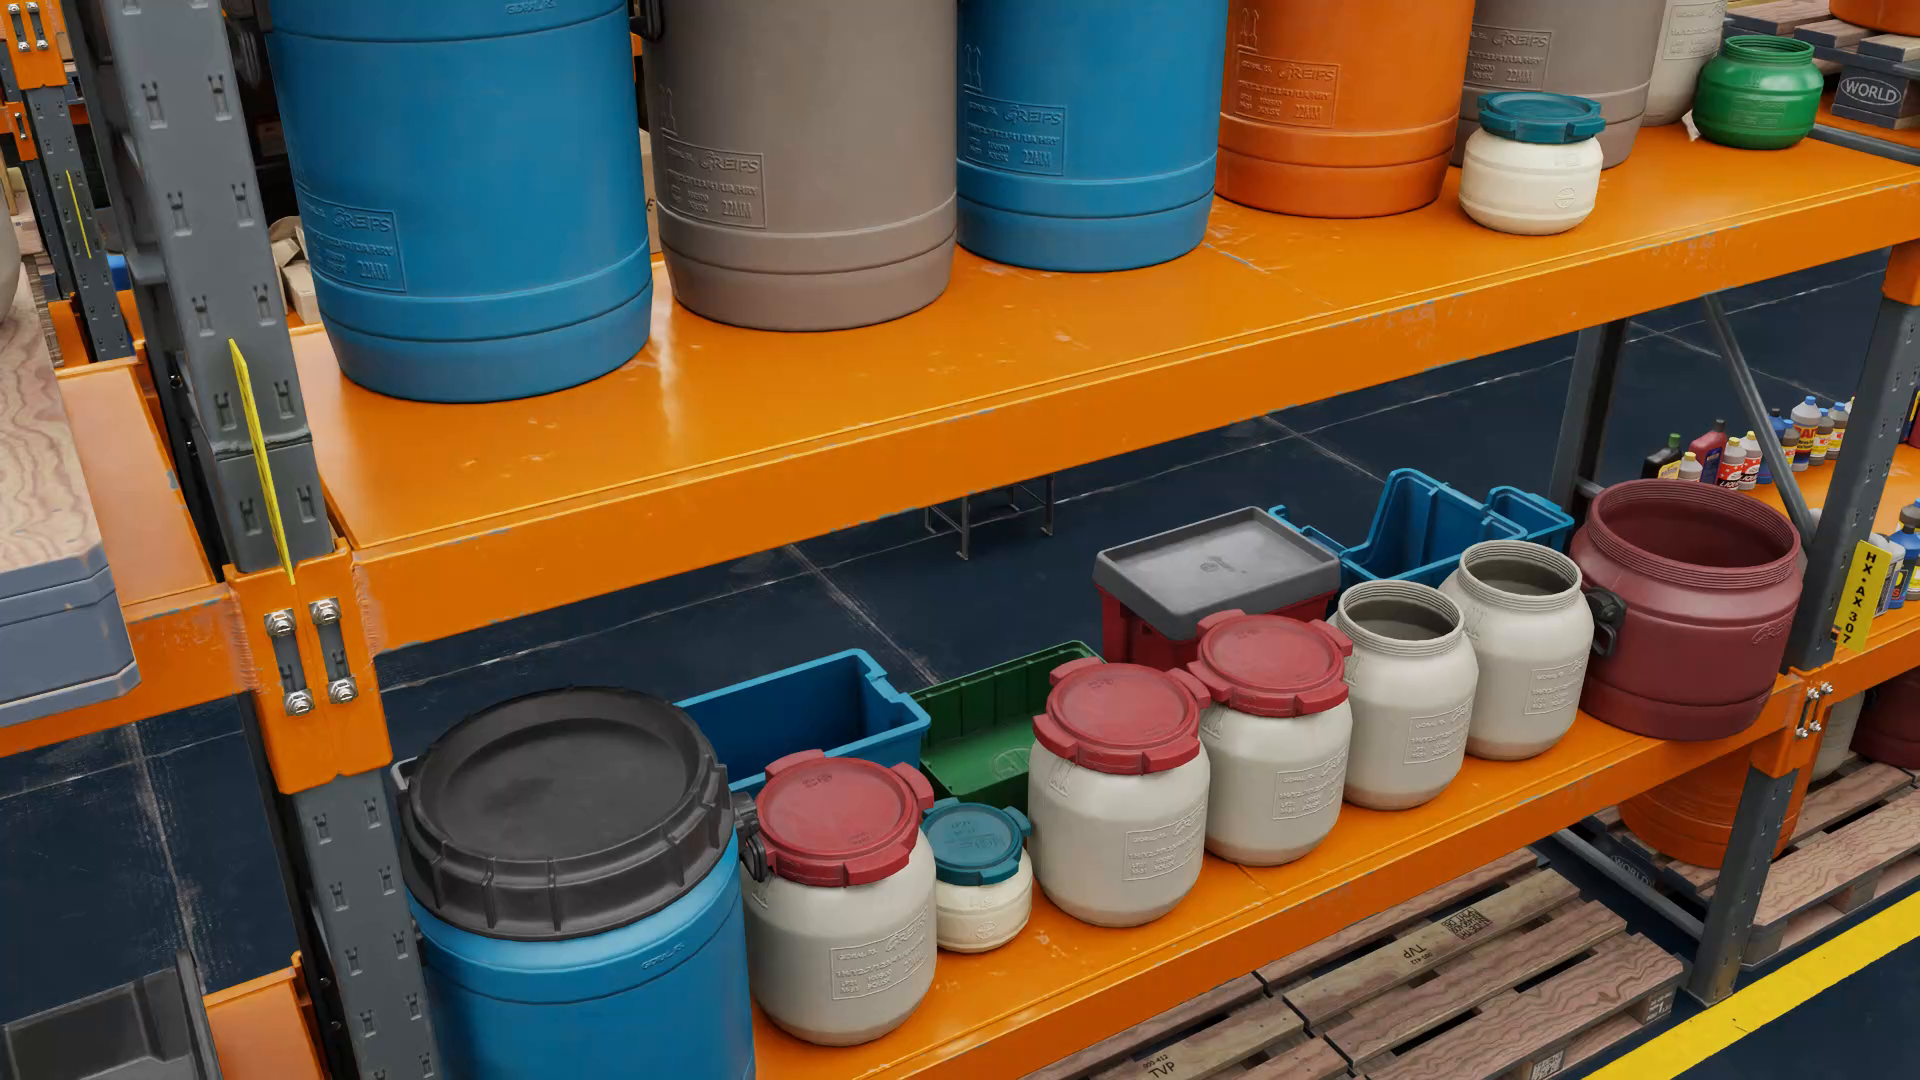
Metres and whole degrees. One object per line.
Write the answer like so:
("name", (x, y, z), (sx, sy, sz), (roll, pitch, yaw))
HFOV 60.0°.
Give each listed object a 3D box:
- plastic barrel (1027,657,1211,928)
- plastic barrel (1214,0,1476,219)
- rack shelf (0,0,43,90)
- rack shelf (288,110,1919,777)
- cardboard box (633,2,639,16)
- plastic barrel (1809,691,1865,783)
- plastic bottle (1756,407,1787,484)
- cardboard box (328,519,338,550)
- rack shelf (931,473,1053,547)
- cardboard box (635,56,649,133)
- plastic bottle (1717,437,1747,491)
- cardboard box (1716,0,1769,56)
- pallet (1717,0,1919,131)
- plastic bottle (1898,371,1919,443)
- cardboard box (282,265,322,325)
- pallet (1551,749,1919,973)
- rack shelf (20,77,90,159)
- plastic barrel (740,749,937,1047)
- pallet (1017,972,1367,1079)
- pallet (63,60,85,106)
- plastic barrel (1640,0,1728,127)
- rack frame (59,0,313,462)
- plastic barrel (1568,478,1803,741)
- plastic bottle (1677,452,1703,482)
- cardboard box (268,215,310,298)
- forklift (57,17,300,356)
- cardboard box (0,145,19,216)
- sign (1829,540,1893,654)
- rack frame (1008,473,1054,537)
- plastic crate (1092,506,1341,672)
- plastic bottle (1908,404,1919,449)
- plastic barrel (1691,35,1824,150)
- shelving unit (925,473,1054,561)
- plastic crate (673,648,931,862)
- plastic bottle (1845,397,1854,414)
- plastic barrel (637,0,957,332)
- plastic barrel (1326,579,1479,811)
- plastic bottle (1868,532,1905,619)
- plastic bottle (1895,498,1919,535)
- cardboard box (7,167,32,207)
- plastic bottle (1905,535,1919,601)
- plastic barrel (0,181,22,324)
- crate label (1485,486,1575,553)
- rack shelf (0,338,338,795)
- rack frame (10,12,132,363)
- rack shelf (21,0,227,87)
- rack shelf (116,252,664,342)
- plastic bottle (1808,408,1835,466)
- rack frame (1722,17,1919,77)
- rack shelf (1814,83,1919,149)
("plastic barrel", (0.371, 0.603, 3.913), (0.433, 0.535, 0.433), (0, 29, 0))
("plastic barrel", (0.869, -1.225, 3.816), (0.708, 0.830, 0.600), (-16, 33, -26))
("rack shelf", (-5.428, -1.588, 5.664), (4.000, 0.370, 1.077), (-16, 33, -26))
("rack shelf", (0.527, -0.503, 3.697), (4.000, 0.370, 1.077), (-16, 33, -26))
("cardboard box", (-2.367, -4.004, 12.641), (0.250, 0.149, 0.380), (-16, 33, -27))
("plastic barrel", (3.106, 0.609, 6.183), (0.421, 0.512, 0.421), (0, 29, 0))
("plastic bottle", (2.859, -0.340, 5.894), (0.097, 0.271, 0.097), (0, 29, 0))
("cardboard box", (-2.789, -0.180, 7.882), (0.500, 0.250, 0.500), (-15, 32, -25))
("rack shelf", (0.143, -0.335, 8.161), (0.480, 0.518, 0.431), (-16, 33, -26))
("cardboard box", (-2.068, -3.489, 13.259), (0.750, 0.750, 0.750), (-16, 33, -27))
("plastic bottle", (2.691, -0.261, 5.825), (0.097, 0.201, 0.097), (0, 29, 0))
("cardboard box", (5.081, -3.466, 11.323), (0.500, 0.500, 0.500), (-16, 33, -27))
("pallet", (2.960, -1.371, 4.722), (1.213, 0.211, 1.003), (-16, 33, -26))
("plastic bottle", (3.527, -0.551, 6.195), (0.185, 0.351, 0.144), (-16, 33, -26))
("cardboard box", (-2.836, -1.101, 7.401), (0.250, 0.149, 0.380), (-16, 33, -26))
("pallet", (2.910, 1.016, 6.190), (1.213, 0.211, 1.003), (-16, 33, -26))
("rack shelf", (-4.492, -3.317, 11.900), (4.000, 0.370, 1.077), (-16, 33, -26))
("plastic barrel", (-0.262, 0.782, 3.587), (0.433, 0.535, 0.433), (0, 29, 0))
("pallet", (0.513, 1.697, 4.957), (1.213, 0.211, 1.003), (-16, 33, -26))
("pallet", (-5.484, -3.185, 11.115), (1.213, 0.211, 1.003), (-16, 33, -26))
("plastic barrel", (1.828, -1.408, 4.477), (0.421, 0.512, 0.421), (0, 29, 0))
("rack frame", (-1.198, -1.642, 1.912), (0.127, 3.000, 1.000), (-16, 33, -26))
("plastic barrel", (2.004, 0.186, 4.668), (0.708, 0.536, 0.600), (-16, 33, -26))
("plastic bottle", (2.492, -0.205, 5.722), (0.097, 0.201, 0.097), (0, 29, 0))
("cardboard box", (-3.039, -1.313, 7.663), (0.258, 0.266, 0.396), (-17, 33, -28))
("forklift", (-3.609, -2.426, 9.612), (3.031, 2.935, 1.130), (-21, 35, -33))
("cardboard box", (-4.083, -1.580, 6.563), (0.500, 0.500, 0.700), (-16, 33, -26))
("sign", (2.536, 0.162, 4.684), (0.005, 0.325, 0.100), (-16, 33, -26))
("rack frame", (0.353, -1.020, 7.924), (0.015, 2.100, 0.400), (-16, 33, -26))
("plastic crate", (0.703, 0.246, 4.634), (0.583, 0.464, 0.402), (-16, 33, -26))
("plastic bottle", (3.601, -0.485, 6.145), (0.133, 0.283, 0.061), (-16, 33, -26))
("plastic barrel", (2.064, -1.158, 4.300), (0.294, 0.245, 0.294), (0, 29, 0))
("shelving unit", (0.143, -0.960, 7.816), (0.503, 2.100, 0.431), (-16, 33, -26))
("plastic crate", (-0.404, 0.592, 4.089), (0.575, 0.384, 0.392), (-16, 33, -26))
("plastic bottle", (3.279, -0.428, 6.127), (0.097, 0.201, 0.097), (0, 29, 0))
("plastic barrel", (-0.305, -0.923, 3.195), (0.600, 0.901, 0.600), (0, 29, 0))
("plastic barrel", (1.109, 0.401, 4.304), (0.421, 0.512, 0.421), (0, 29, 0))
("plastic bottle", (2.788, 0.089, 5.113), (0.135, 0.276, 0.152), (-16, 33, -26))
("plastic bottle", (3.107, -0.039, 5.422), (0.097, 0.201, 0.097), (0, 29, 0))
("cardboard box", (-4.034, -1.422, 6.948), (0.250, 0.149, 0.380), (-16, 33, -26))
("plastic bottle", (2.986, 0.081, 5.205), (0.097, 0.201, 0.097), (0, 29, 0))
("plastic barrel", (-1.668, -0.538, 2.465), (0.421, 0.512, 0.421), (0, 29, 0))
("crate label", (1.698, 0.026, 5.272), (0.416, 0.233, 0.303), (-16, 33, -26))
("rack shelf", (-2.922, 0.476, 1.923), (4.000, 0.370, 1.077), (-16, 33, -26))
("rack frame", (-3.704, -1.080, 7.102), (0.127, 3.000, 1.000), (-16, 33, -26))
("rack shelf", (-1.980, -2.568, 7.438), (4.000, 0.370, 1.077), (-16, 33, -26))
("rack shelf", (-1.980, -1.254, 8.163), (4.000, 0.370, 1.077), (-16, 33, -26))
("plastic bottle", (3.111, -0.380, 6.040), (0.097, 0.201, 0.097), (0, 29, 0))
("rack frame", (2.251, -2.621, 3.686), (0.127, 3.000, 1.000), (-16, 33, -26))
("rack shelf", (3.975, -1.482, 5.472), (4.000, 0.370, 1.077), (-16, 33, -26))
